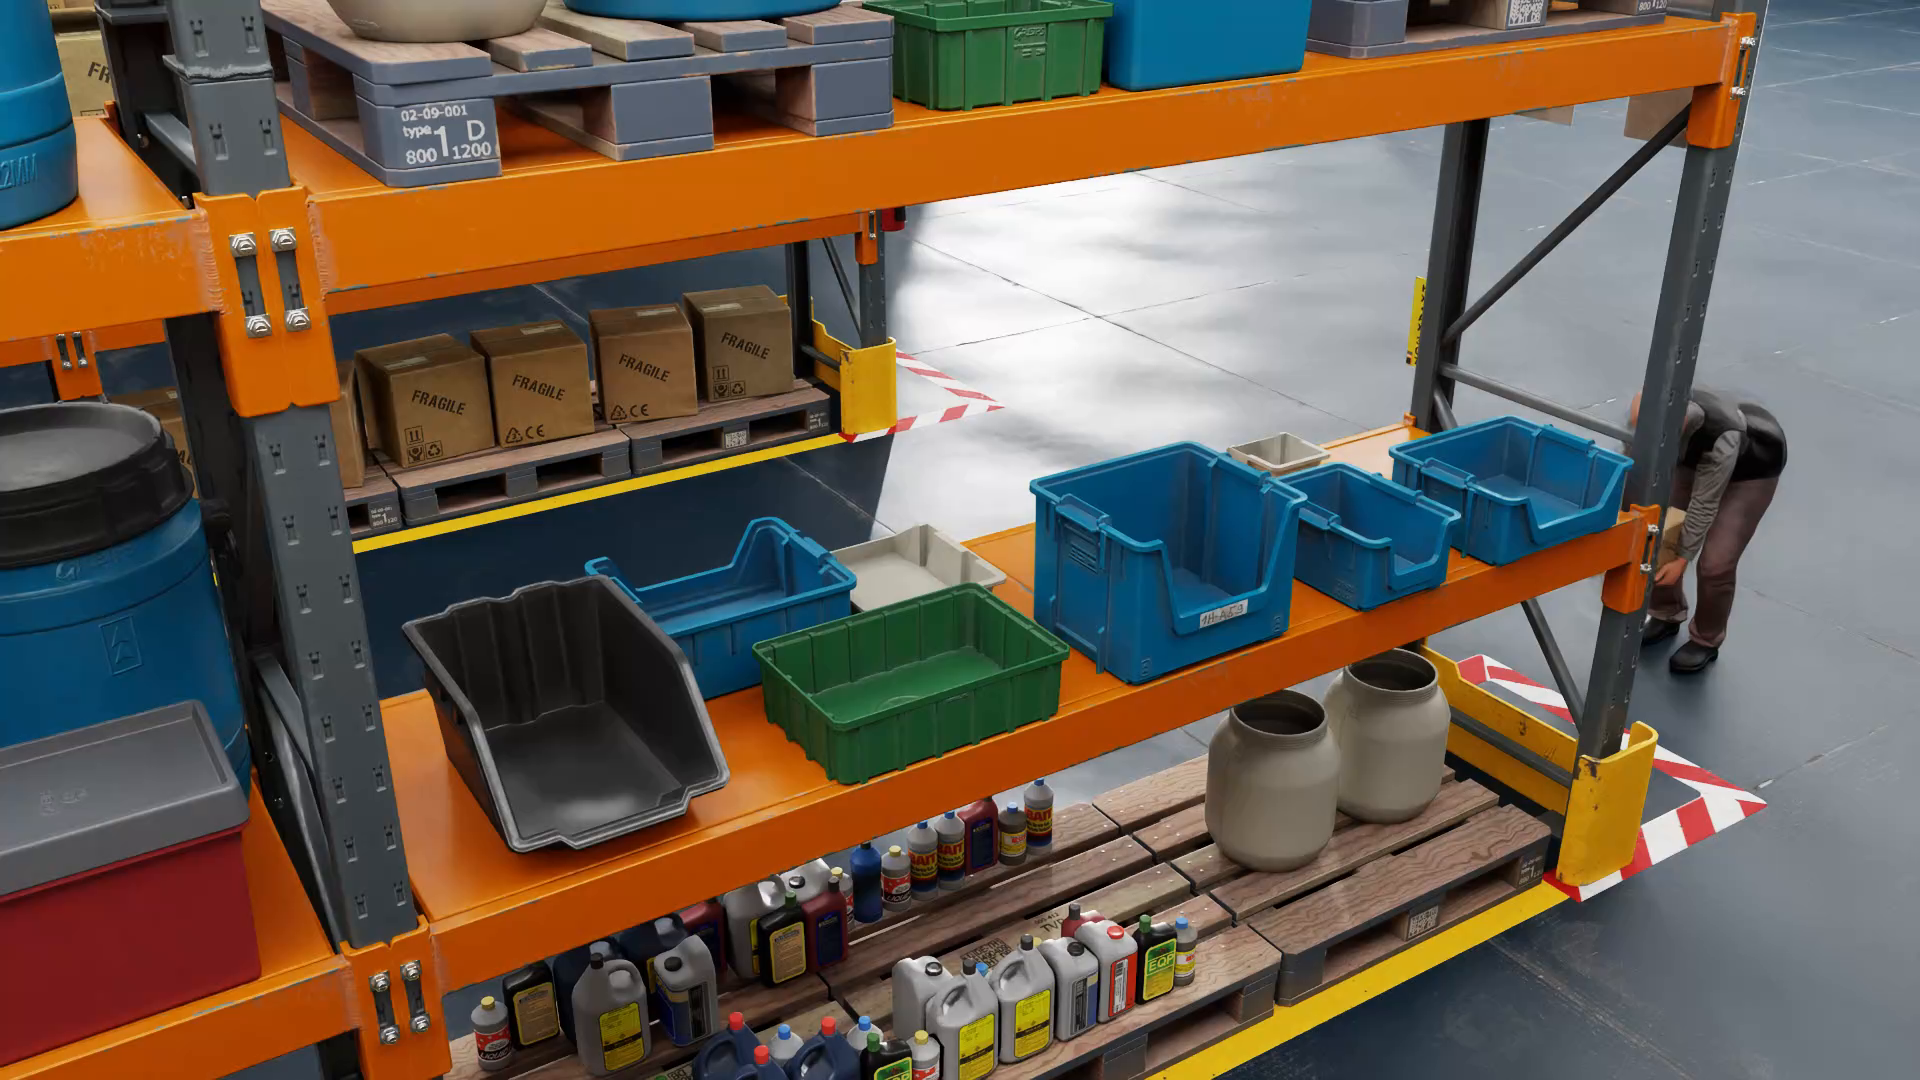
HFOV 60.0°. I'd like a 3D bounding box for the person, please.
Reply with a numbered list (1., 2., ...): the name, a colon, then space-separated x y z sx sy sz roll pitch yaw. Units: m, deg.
1. person: 2.950 -0.074 6.802 0.897 1.298 0.469 -16 30 -31
